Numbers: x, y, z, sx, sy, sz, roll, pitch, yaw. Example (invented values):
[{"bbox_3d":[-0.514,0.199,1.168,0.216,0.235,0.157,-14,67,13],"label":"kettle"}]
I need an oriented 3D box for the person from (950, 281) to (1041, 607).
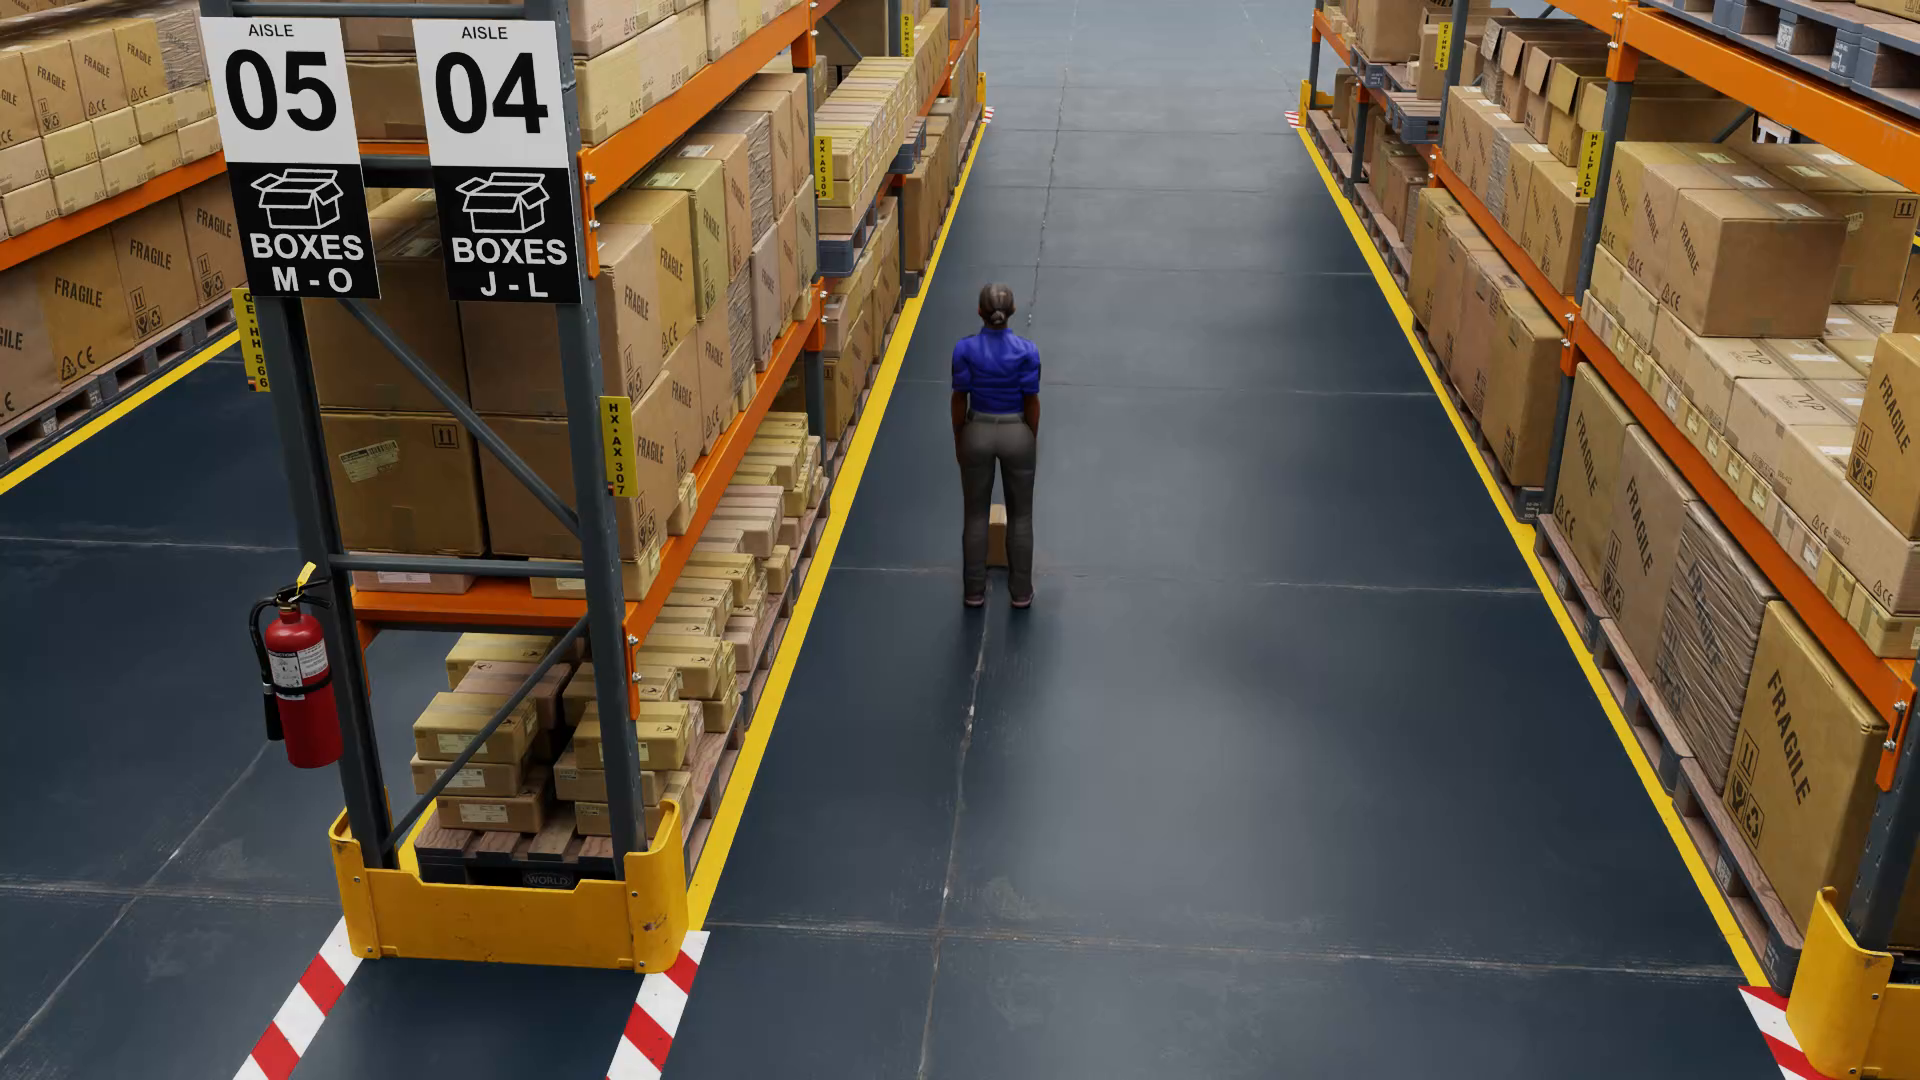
[{"bbox_3d":[0.176,-0.460,8.112,0.426,1.663,0.317,2,25,5],"label":"person"}]
